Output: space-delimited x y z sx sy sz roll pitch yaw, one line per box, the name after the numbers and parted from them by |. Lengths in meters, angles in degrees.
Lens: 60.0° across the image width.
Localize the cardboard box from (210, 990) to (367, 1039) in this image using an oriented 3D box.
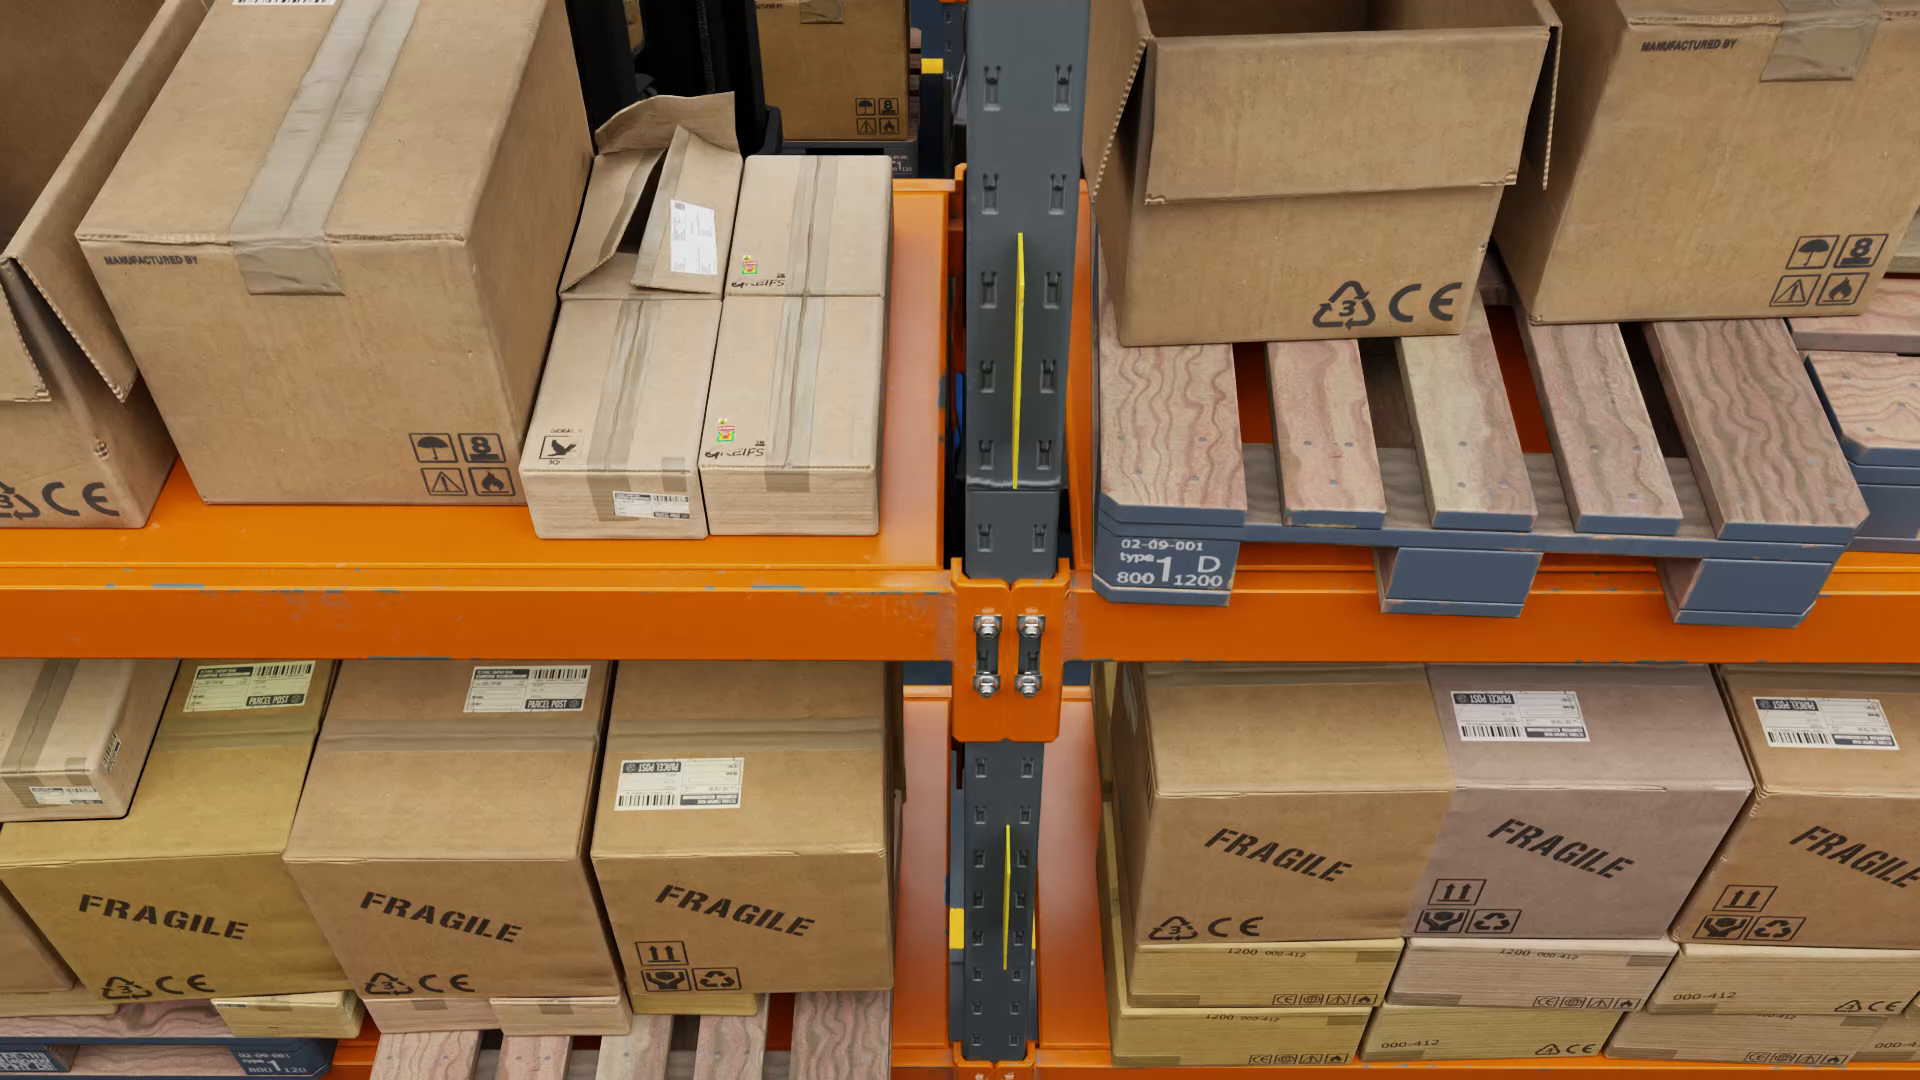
-1.303 0.793 3.348 0.250 0.149 0.380 1 47 1 | cardboard box

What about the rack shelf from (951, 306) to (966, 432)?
0.237 -0.662 5.450 0.480 0.518 0.431 5 47 5 | rack shelf

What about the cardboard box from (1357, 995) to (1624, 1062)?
1.075 0.817 3.543 0.500 0.250 0.500 -1 47 -1 | cardboard box

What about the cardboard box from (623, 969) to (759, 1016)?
-0.524 0.758 3.380 0.250 0.149 0.380 1 47 1 | cardboard box

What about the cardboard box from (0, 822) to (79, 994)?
-1.950 0.519 3.159 0.500 0.500 0.500 -2 47 -1 | cardboard box

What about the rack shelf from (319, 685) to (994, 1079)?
-1.927 0.831 3.918 4.000 0.370 1.077 0 47 0 | rack shelf

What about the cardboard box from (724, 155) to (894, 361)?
-0.241 -0.470 2.761 0.250 0.149 0.380 0 47 0 | cardboard box

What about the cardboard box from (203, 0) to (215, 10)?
-3.389 -2.484 7.762 0.750 0.750 1.050 0 47 0 | cardboard box

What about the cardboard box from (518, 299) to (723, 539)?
-0.491 -0.187 2.497 0.250 0.149 0.380 0 47 0 | cardboard box

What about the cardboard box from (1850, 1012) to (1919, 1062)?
2.093 0.821 3.539 0.500 0.250 0.500 0 47 0 | cardboard box

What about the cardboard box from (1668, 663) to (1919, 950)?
1.579 0.404 3.073 0.500 0.500 0.500 1 47 1 | cardboard box

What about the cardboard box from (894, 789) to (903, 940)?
-0.256 0.706 3.429 0.250 0.149 0.380 2 47 2 | cardboard box

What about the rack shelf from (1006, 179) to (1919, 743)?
2.073 -0.180 2.810 4.000 0.370 1.077 0 47 0 | rack shelf

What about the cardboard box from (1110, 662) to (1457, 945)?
0.565 0.397 3.080 0.500 0.500 0.500 -1 47 -1 | cardboard box

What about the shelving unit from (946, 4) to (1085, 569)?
0.237 -0.671 5.440 0.503 2.100 0.431 5 47 5 | shelving unit

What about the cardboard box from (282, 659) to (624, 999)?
-0.900 0.522 3.156 0.500 0.500 0.500 -1 47 0 | cardboard box

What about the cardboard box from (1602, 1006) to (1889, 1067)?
1.600 0.822 3.538 0.500 0.250 0.500 2 47 1 | cardboard box

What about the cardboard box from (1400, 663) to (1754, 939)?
1.061 0.392 3.085 0.500 0.500 0.500 0 47 0 | cardboard box

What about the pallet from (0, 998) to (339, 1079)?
-1.907 0.682 3.697 1.213 0.211 1.003 0 47 0 | pallet

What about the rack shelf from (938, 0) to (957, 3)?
-2.010 -2.792 7.291 4.000 0.370 1.077 0 47 0 | rack shelf

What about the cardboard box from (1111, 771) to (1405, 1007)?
0.579 0.655 3.352 0.500 0.250 0.500 0 47 0 | cardboard box

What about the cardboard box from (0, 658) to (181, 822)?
-1.564 0.294 2.925 0.250 0.149 0.380 -2 47 -2 | cardboard box

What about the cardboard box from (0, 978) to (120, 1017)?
-1.805 0.759 3.379 0.250 0.149 0.380 -1 47 -1 | cardboard box

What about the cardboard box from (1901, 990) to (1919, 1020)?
2.101 0.678 3.330 0.500 0.250 0.500 1 47 1 | cardboard box

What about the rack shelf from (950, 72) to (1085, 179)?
0.237 -1.139 4.938 0.480 0.518 0.431 5 47 5 | rack shelf

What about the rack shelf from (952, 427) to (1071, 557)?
0.237 -0.185 5.963 0.480 0.518 0.431 5 47 5 | rack shelf

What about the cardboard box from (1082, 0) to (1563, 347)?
0.451 -0.718 2.462 0.637 0.503 0.797 -2 47 -2 | cardboard box

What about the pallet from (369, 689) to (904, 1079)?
-0.640 0.733 3.649 1.003 0.211 1.213 0 47 0 | pallet

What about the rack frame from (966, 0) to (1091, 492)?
0.073 -1.452 1.454 0.127 3.000 1.000 0 47 0 | rack frame

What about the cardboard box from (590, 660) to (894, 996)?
-0.383 0.515 3.163 0.500 0.500 0.500 -1 47 -1 | cardboard box

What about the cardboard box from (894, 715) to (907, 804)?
-0.251 0.397 3.716 0.250 0.149 0.380 -2 47 -2 | cardboard box

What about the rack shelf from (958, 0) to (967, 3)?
1.990 -2.781 7.281 4.000 0.370 1.077 0 47 0 | rack shelf

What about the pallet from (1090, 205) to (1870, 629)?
0.717 -0.403 2.656 1.003 0.211 1.213 2 47 2 | pallet

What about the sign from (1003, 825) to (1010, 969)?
0.080 0.621 2.885 0.005 0.325 0.100 0 47 0 | sign

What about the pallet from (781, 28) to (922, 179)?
-0.798 -2.139 8.097 1.213 0.211 1.003 0 47 0 | pallet

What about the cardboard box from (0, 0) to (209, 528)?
-1.452 -0.449 2.499 0.637 0.503 0.797 0 47 0 | cardboard box

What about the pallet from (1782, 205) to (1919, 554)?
1.835 -0.402 2.655 1.213 0.211 1.003 2 47 2 | pallet

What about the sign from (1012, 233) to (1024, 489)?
0.069 -0.209 1.993 0.005 0.325 0.100 0 47 0 | sign

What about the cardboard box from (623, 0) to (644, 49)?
-1.492 -2.476 7.755 0.750 0.750 1.050 1 47 1 | cardboard box

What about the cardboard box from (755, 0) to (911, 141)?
-0.618 -2.476 7.755 0.750 0.750 1.050 0 47 0 | cardboard box

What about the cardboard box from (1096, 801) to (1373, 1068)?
0.561 0.828 3.532 0.500 0.250 0.500 -1 47 -1 | cardboard box

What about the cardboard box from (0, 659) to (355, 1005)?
-1.404 0.522 3.157 0.500 0.500 0.500 -3 47 -3 | cardboard box

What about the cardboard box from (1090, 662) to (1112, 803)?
0.580 0.454 3.881 0.500 0.250 0.500 -1 47 -1 | cardboard box

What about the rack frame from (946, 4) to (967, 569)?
-0.005 -0.694 5.462 0.015 2.100 0.400 5 47 5 | rack frame

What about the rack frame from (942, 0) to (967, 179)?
-0.010 -3.032 7.023 0.127 3.000 1.000 0 47 0 | rack frame

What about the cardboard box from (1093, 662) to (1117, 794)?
0.558 0.288 3.694 0.500 0.250 0.500 0 47 0 | cardboard box

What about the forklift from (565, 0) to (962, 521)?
-1.469 -1.424 5.573 3.031 2.935 1.130 17 49 15 | forklift

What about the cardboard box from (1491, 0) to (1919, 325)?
1.064 -0.744 2.489 0.500 0.500 0.700 -2 47 -2 | cardboard box

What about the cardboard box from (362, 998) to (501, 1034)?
-1.028 0.783 3.356 0.250 0.149 0.380 -2 47 -2 | cardboard box

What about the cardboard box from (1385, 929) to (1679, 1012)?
1.096 0.657 3.350 0.500 0.250 0.500 1 47 1 | cardboard box

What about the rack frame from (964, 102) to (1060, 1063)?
0.073 0.592 3.650 0.127 3.000 1.000 0 47 0 | rack frame

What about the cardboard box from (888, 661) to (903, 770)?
-0.376 0.143 3.510 0.500 0.500 0.500 -1 47 -1 | cardboard box

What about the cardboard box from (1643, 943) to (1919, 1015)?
1.594 0.667 3.341 0.500 0.250 0.500 0 47 0 | cardboard box

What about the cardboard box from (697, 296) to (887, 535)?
-0.243 -0.192 2.502 0.250 0.149 0.380 0 47 0 | cardboard box

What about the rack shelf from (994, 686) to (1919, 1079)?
2.073 0.842 3.908 4.000 0.370 1.077 0 47 0 | rack shelf

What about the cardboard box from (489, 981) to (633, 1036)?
-0.776 0.790 3.350 0.250 0.149 0.380 0 47 0 | cardboard box

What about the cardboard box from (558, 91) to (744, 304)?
-0.497 -0.511 2.719 0.258 0.266 0.396 0 47 0 | cardboard box

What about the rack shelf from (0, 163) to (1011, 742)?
-1.927 -0.191 2.820 4.000 0.370 1.077 0 47 0 | rack shelf

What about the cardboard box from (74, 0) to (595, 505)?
-0.875 -0.474 2.525 0.500 0.500 0.700 0 47 0 | cardboard box
